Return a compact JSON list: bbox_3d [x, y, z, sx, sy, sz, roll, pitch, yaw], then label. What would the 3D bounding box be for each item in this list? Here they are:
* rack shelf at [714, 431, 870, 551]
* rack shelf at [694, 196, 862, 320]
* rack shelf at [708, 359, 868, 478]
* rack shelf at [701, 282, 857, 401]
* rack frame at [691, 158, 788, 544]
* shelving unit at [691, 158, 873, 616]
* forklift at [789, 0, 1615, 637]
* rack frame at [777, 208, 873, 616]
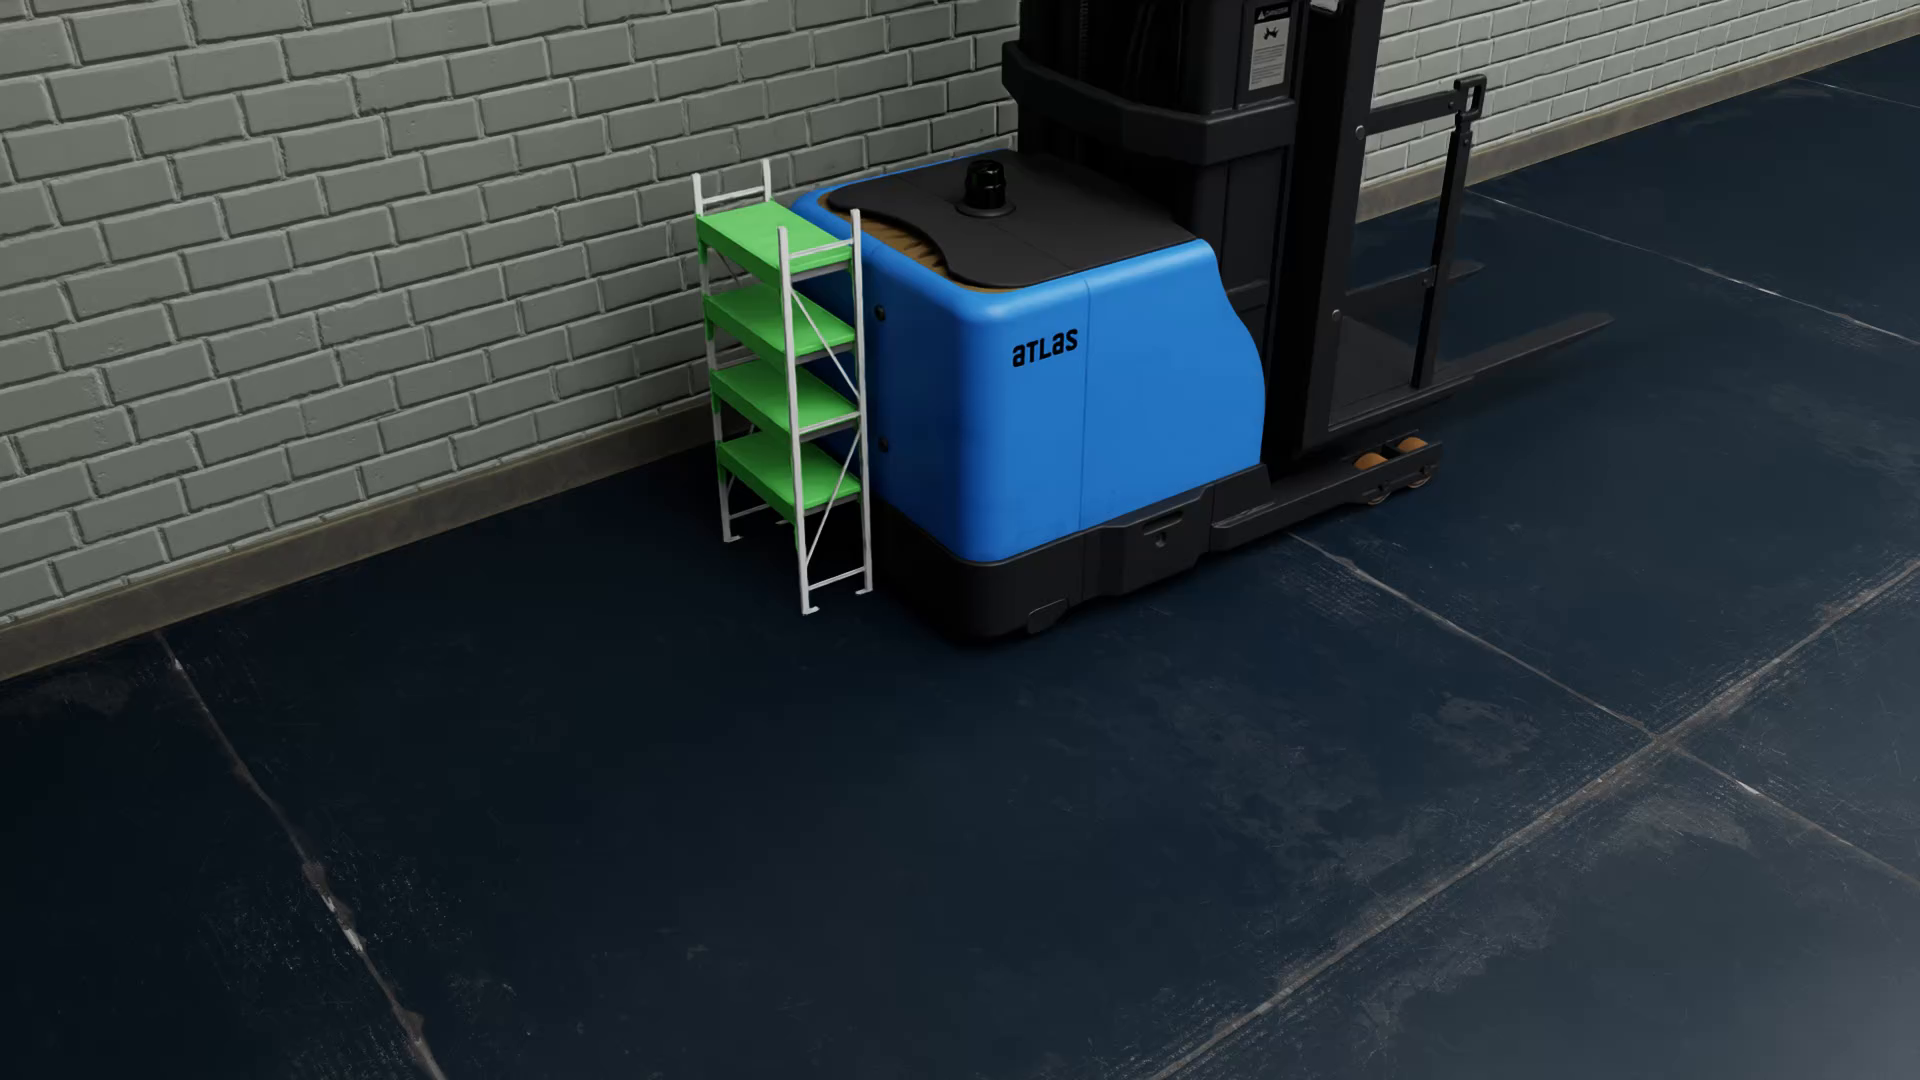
[{"bbox_3d":[-0.504,-0.173,4.967,0.258,0.148,0.480,-20,37,-29],"label":"rack shelf"},{"bbox_3d":[-0.505,-0.785,4.587,0.258,0.148,0.480,-20,37,-29],"label":"rack shelf"},{"bbox_3d":[-0.504,-0.377,4.841,0.258,0.148,0.480,-20,37,-29],"label":"rack shelf"},{"bbox_3d":[-0.505,-0.581,4.714,0.258,0.148,0.480,-20,37,-29],"label":"rack shelf"},{"bbox_3d":[-0.643,-0.537,4.977,0.240,1.200,0.015,-20,37,-29],"label":"rack frame"},{"bbox_3d":[-0.504,-0.431,4.807,0.258,1.200,0.503,-20,37,-29],"label":"shelving unit"},{"bbox_3d":[0.989,-1.570,4.999,3.031,2.935,1.130,-20,37,-29],"label":"forklift"},{"bbox_3d":[-0.366,-0.325,4.636,0.240,1.200,0.015,-20,37,-29],"label":"rack frame"}]
